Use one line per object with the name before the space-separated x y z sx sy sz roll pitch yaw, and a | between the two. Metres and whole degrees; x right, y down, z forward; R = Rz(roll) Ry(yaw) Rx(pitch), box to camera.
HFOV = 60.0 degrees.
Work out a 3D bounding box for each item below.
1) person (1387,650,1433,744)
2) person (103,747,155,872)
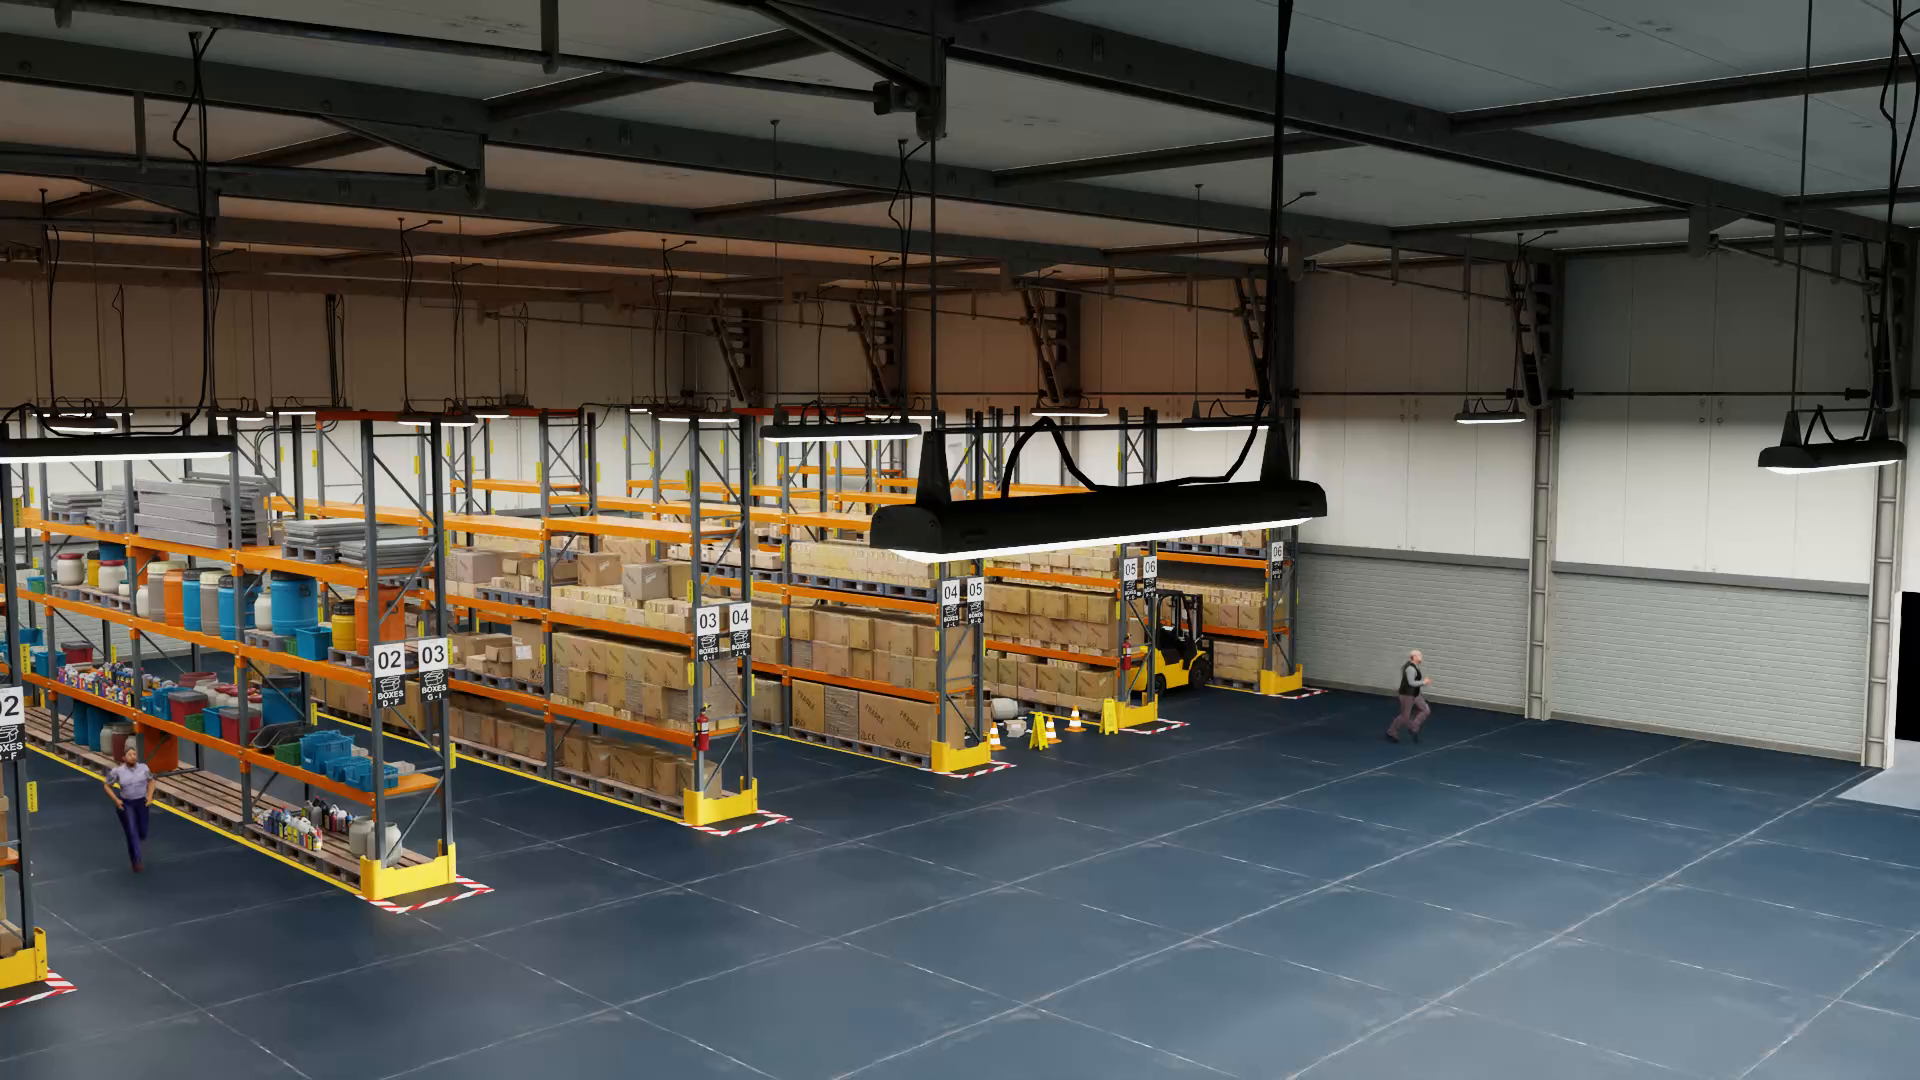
person | 8.119 2.821 29.979 0.808 1.711 0.682 2 6 25
person | -11.071 3.563 22.219 0.719 1.629 0.618 5 7 44
